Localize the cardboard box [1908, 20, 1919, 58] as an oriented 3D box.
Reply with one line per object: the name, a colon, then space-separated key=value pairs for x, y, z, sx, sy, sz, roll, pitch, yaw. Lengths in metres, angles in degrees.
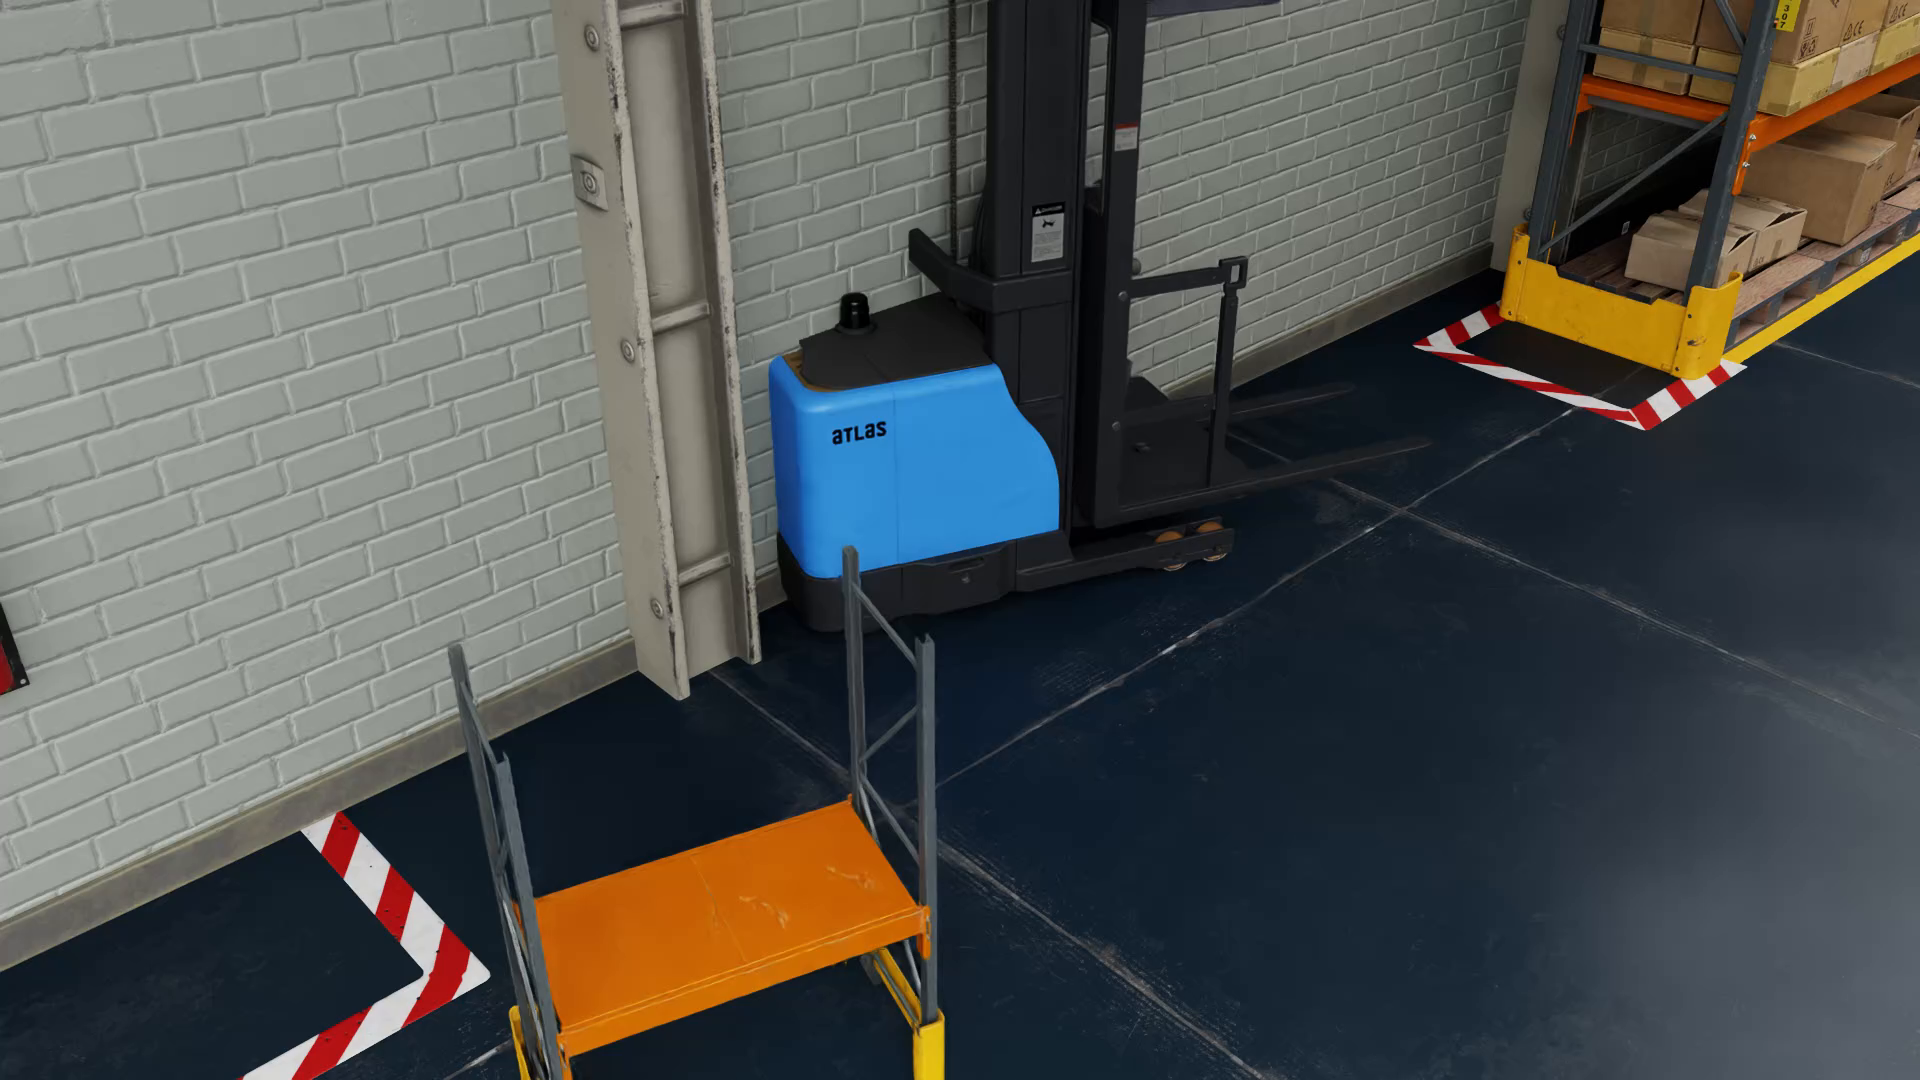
cardboard box: x=5.151 y=-2.894 z=9.232 sx=0.500 sy=0.250 sz=0.500 roll=-25 pitch=40 yaw=-35

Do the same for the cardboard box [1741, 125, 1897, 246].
cardboard box: x=5.015 y=-2.127 z=9.827 sx=0.700 sy=0.500 sz=0.500 roll=26 pitch=40 yaw=36

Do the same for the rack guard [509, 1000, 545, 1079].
rack guard: x=-1.095 y=1.540 z=4.492 sx=0.087 sy=0.250 sz=0.587 roll=-14 pitch=34 yaw=-22

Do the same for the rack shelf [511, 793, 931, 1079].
rack shelf: x=-0.641 y=1.043 z=4.451 sx=1.000 sy=0.185 sz=0.538 roll=-14 pitch=34 yaw=-22

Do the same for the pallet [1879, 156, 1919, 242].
pallet: x=5.922 y=-2.329 z=10.856 sx=1.213 sy=0.211 sz=1.003 roll=-26 pitch=40 yaw=-35

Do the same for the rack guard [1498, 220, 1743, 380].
rack guard: x=3.513 y=-1.312 z=8.916 sx=0.348 sy=0.500 sz=1.175 roll=-26 pitch=40 yaw=-35

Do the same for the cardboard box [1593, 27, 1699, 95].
cardboard box: x=3.668 y=-2.536 z=8.646 sx=0.500 sy=0.250 sz=0.500 roll=-25 pitch=39 yaw=-35

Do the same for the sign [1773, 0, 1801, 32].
sign: x=3.826 y=-2.513 z=7.655 sx=0.005 sy=0.325 sz=0.100 roll=-26 pitch=40 yaw=-35

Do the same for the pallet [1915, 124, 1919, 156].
pallet: x=6.960 y=-2.857 z=11.720 sx=1.213 sy=0.211 sz=1.003 roll=-26 pitch=40 yaw=-35

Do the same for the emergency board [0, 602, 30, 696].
emergency board: x=-2.856 y=0.060 z=4.277 sx=0.643 sy=1.169 sz=0.194 roll=-26 pitch=40 yaw=-35

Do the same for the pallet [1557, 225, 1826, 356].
pallet: x=4.132 y=-1.463 z=9.441 sx=1.213 sy=0.211 sz=1.003 roll=-26 pitch=40 yaw=-35

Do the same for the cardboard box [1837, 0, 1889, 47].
cardboard box: x=4.380 y=-2.842 z=8.428 sx=0.500 sy=0.500 sz=0.500 roll=-26 pitch=40 yaw=-35

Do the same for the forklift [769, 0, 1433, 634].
forklift: x=0.624 y=-1.362 z=6.669 sx=3.031 sy=2.935 sz=1.130 roll=-12 pitch=33 yaw=-19

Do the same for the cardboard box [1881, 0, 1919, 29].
cardboard box: x=4.764 y=-3.023 z=8.723 sx=0.500 sy=0.500 sz=0.500 roll=-27 pitch=41 yaw=-37

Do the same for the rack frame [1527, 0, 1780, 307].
rack frame: x=3.457 y=-2.351 z=8.220 sx=0.127 sy=3.000 sz=1.000 roll=-26 pitch=40 yaw=-35

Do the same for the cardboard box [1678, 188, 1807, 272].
cardboard box: x=4.443 y=-1.805 z=9.482 sx=0.500 sy=0.311 sz=0.500 roll=-22 pitch=38 yaw=-32

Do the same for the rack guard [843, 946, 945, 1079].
rack guard: x=-0.202 y=1.310 z=4.869 sx=0.087 sy=0.250 sz=0.587 roll=-14 pitch=34 yaw=-22

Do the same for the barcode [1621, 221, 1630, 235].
barcode: x=3.767 y=-1.766 z=9.410 sx=0.075 sy=0.075 sz=0.001 roll=-26 pitch=40 yaw=-35

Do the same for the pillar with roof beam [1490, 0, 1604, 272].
pillar with roof beam: x=6.309 y=-3.843 z=4.909 sx=0.400 sy=9.000 sz=9.100 roll=-26 pitch=40 yaw=-35

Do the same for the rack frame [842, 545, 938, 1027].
rack frame: x=-0.185 y=0.772 z=4.550 sx=0.032 sy=1.500 sz=0.500 roll=-14 pitch=34 yaw=-22

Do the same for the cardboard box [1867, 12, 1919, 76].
cardboard box: x=4.779 y=-2.716 z=8.940 sx=0.500 sy=0.250 sz=0.500 roll=-27 pitch=40 yaw=-36

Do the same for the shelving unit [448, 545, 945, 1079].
shelving unit: x=-0.649 y=0.892 z=4.354 sx=1.083 sy=1.500 sz=0.587 roll=-14 pitch=34 yaw=-22

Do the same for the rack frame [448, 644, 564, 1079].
rack frame: x=-1.096 y=1.007 z=4.165 sx=0.032 sy=1.500 sz=0.500 roll=-14 pitch=34 yaw=-22

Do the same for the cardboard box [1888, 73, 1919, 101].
cardboard box: x=6.918 y=-3.159 z=11.515 sx=0.500 sy=0.500 sz=0.700 roll=-24 pitch=39 yaw=-34

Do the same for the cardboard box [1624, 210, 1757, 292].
cardboard box: x=4.025 y=-1.603 z=9.152 sx=0.500 sy=0.311 sz=0.500 roll=24 pitch=39 yaw=34

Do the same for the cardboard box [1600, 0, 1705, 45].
cardboard box: x=3.658 y=-2.864 z=8.465 sx=0.500 sy=0.500 sz=0.500 roll=-26 pitch=40 yaw=-36

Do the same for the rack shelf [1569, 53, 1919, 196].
rack shelf: x=4.923 y=-2.754 z=9.568 sx=4.000 sy=0.370 sz=1.077 roll=-26 pitch=40 yaw=-35

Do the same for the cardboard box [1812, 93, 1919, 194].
cardboard box: x=5.656 y=-2.508 z=10.451 sx=0.500 sy=0.500 sz=0.500 roll=26 pitch=40 yaw=35

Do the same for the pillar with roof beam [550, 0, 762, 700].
pillar with roof beam: x=1.909 y=-1.715 z=1.429 sx=0.400 sy=9.000 sz=9.100 roll=-26 pitch=40 yaw=-35

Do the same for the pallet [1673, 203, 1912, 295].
pallet: x=5.027 y=-1.894 z=10.145 sx=1.213 sy=0.211 sz=1.003 roll=-26 pitch=40 yaw=-35

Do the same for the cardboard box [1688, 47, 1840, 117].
cardboard box: x=4.031 y=-2.348 z=8.338 sx=0.500 sy=0.250 sz=0.500 roll=-27 pitch=41 yaw=-37

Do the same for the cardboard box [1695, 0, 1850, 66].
cardboard box: x=4.011 y=-2.670 z=8.147 sx=0.500 sy=0.500 sz=0.500 roll=-26 pitch=40 yaw=-35

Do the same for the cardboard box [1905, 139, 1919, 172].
cardboard box: x=6.018 y=-2.548 z=10.836 sx=0.380 sy=0.166 sz=0.250 roll=23 pitch=38 yaw=33

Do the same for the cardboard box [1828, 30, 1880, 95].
cardboard box: x=4.402 y=-2.537 z=8.649 sx=0.500 sy=0.250 sz=0.500 roll=-27 pitch=41 yaw=-37
